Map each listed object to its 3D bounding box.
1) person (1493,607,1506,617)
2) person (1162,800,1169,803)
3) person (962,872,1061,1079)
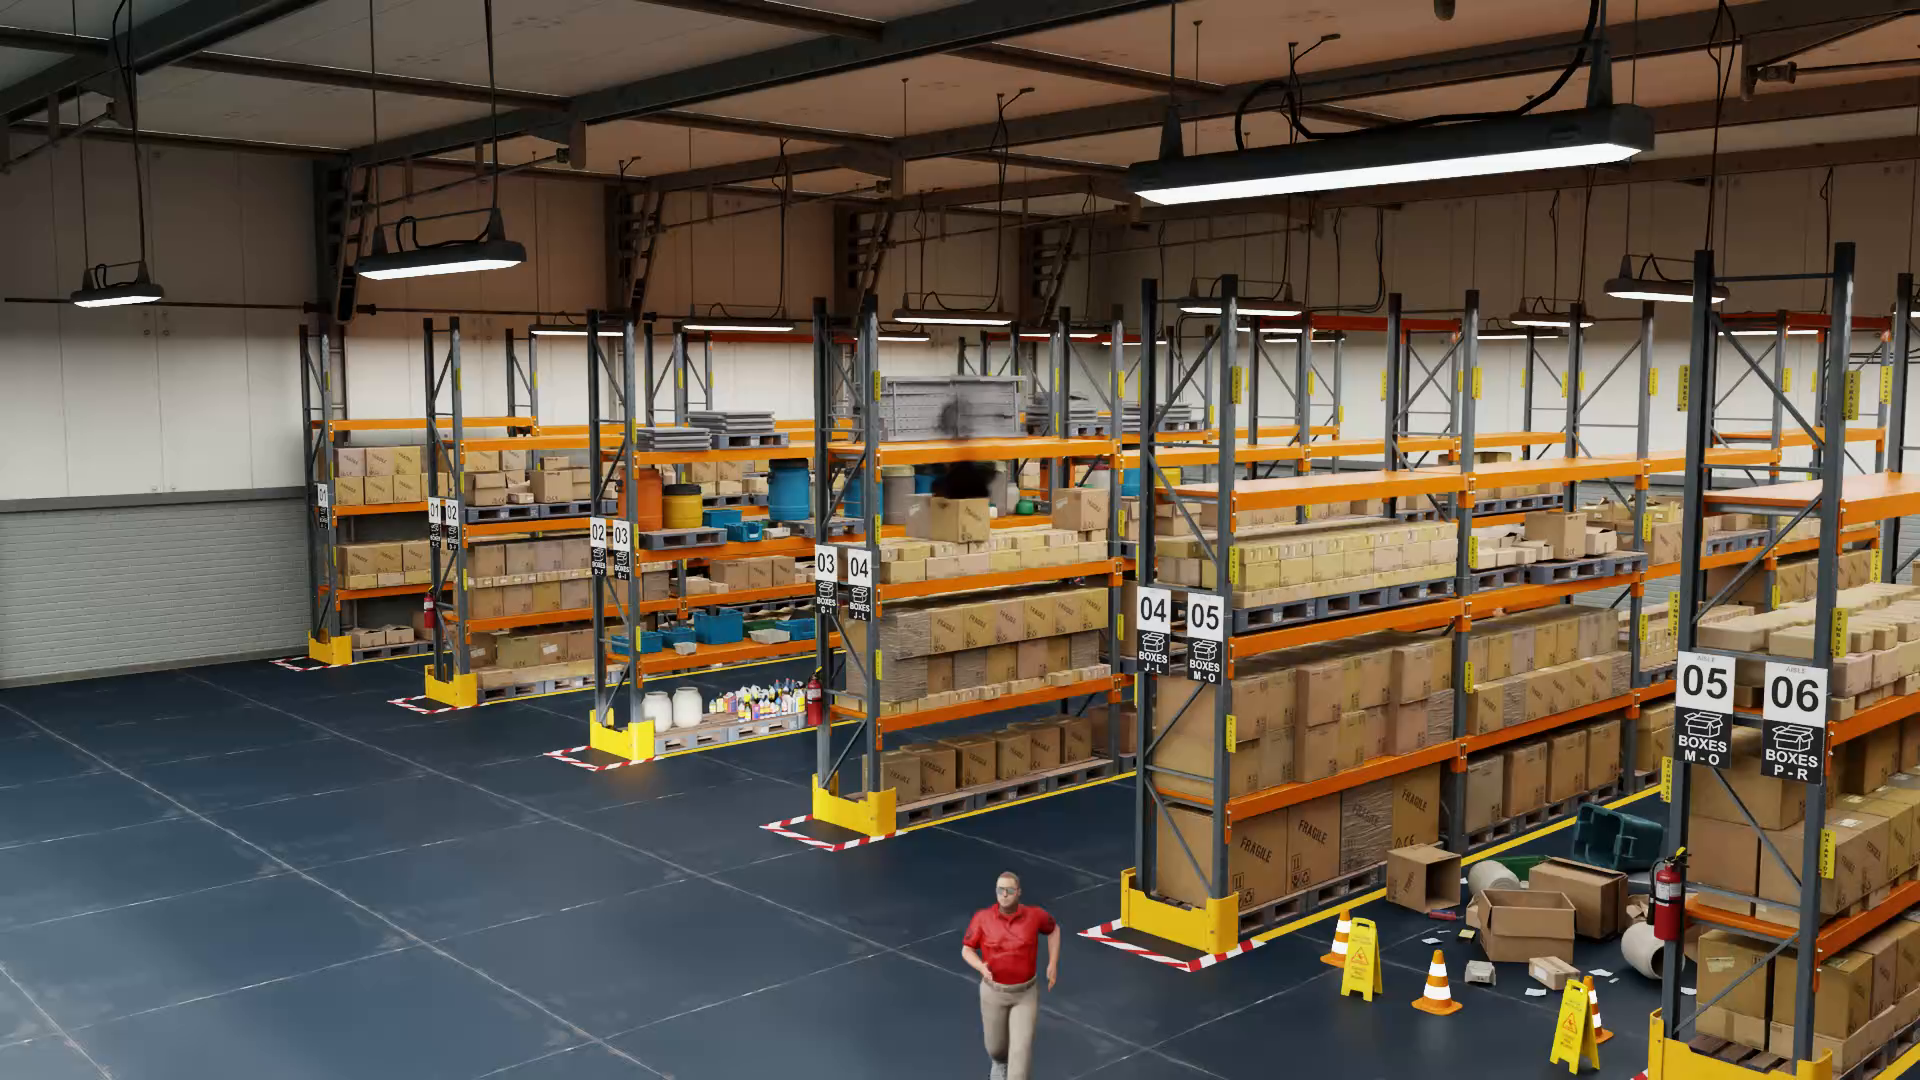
[{"bbox_3d":[8.078,1.796,24.993,0.555,1.708,0.840,5,8,41],"label":"person"},{"bbox_3d":[2.458,2.468,18.078,0.678,1.829,0.770,4,7,32],"label":"person"},{"bbox_3d":[0.348,3.152,11.486,0.675,1.708,1.032,1,6,5],"label":"person"}]
